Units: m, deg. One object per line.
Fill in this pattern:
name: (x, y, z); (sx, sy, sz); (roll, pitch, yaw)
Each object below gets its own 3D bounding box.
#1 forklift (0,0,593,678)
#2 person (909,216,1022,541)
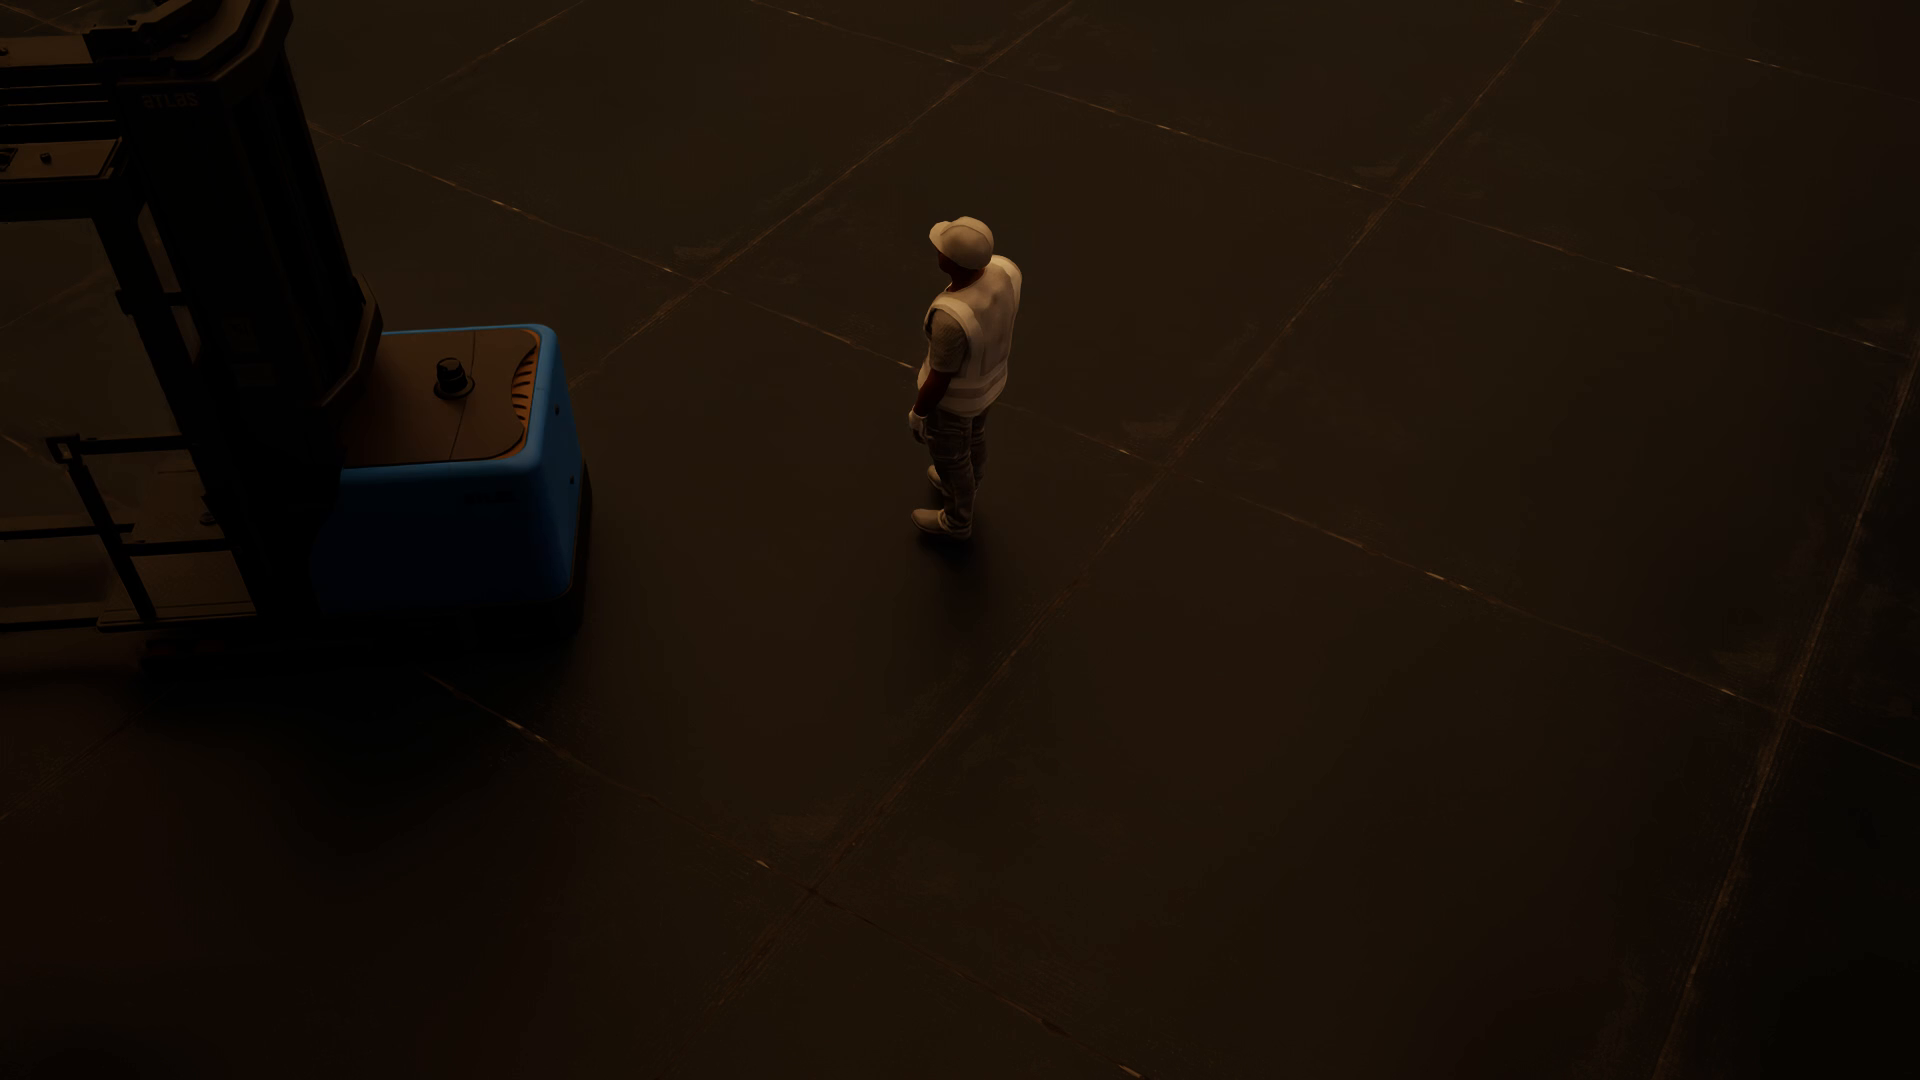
forklift: (-3.256, -0.836, 6.730); (3.031, 2.935, 1.130); (-4, 44, -4)
person: (-0.057, -0.712, 7.366); (0.575, 1.784, 0.656); (24, 48, 23)
